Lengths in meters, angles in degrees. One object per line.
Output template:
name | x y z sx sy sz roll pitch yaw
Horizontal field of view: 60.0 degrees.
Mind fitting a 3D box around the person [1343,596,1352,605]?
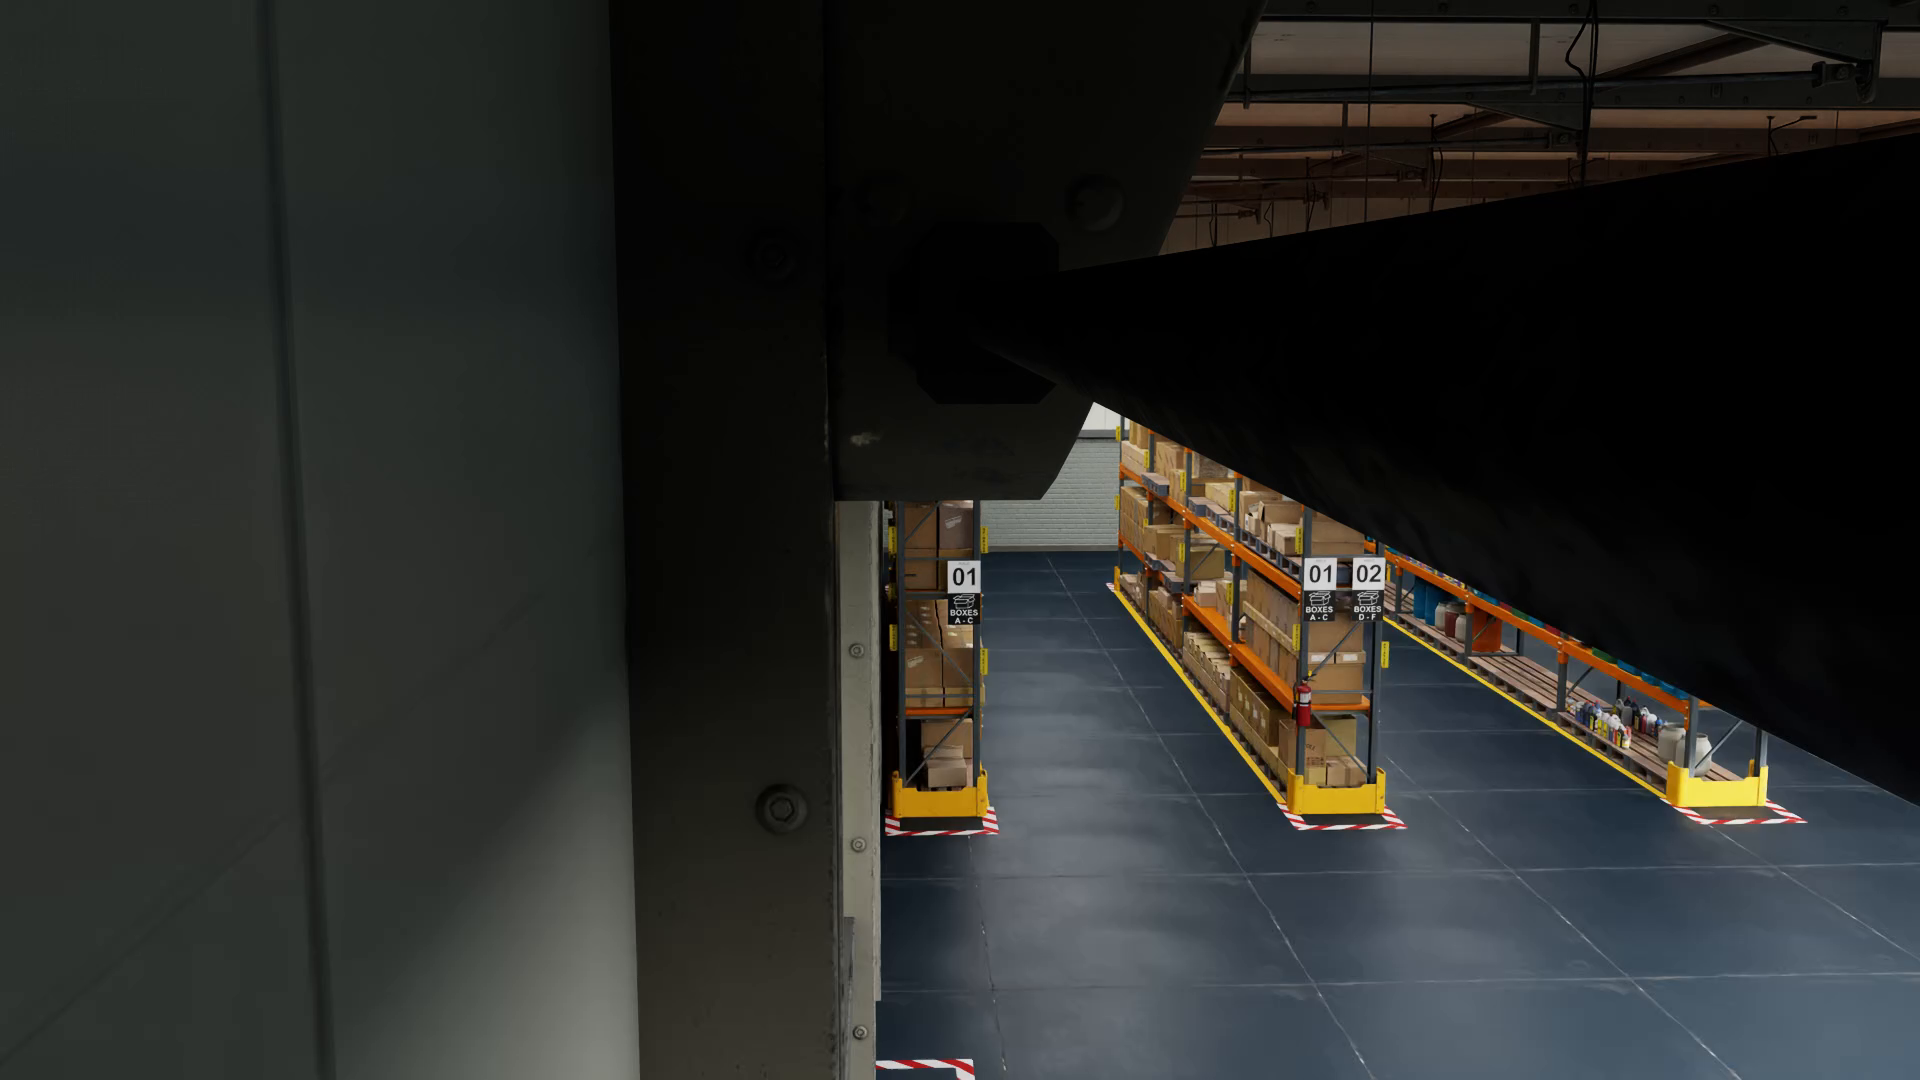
person | 7.593 0.872 32.148 0.548 1.668 1.068 -1 8 -5
